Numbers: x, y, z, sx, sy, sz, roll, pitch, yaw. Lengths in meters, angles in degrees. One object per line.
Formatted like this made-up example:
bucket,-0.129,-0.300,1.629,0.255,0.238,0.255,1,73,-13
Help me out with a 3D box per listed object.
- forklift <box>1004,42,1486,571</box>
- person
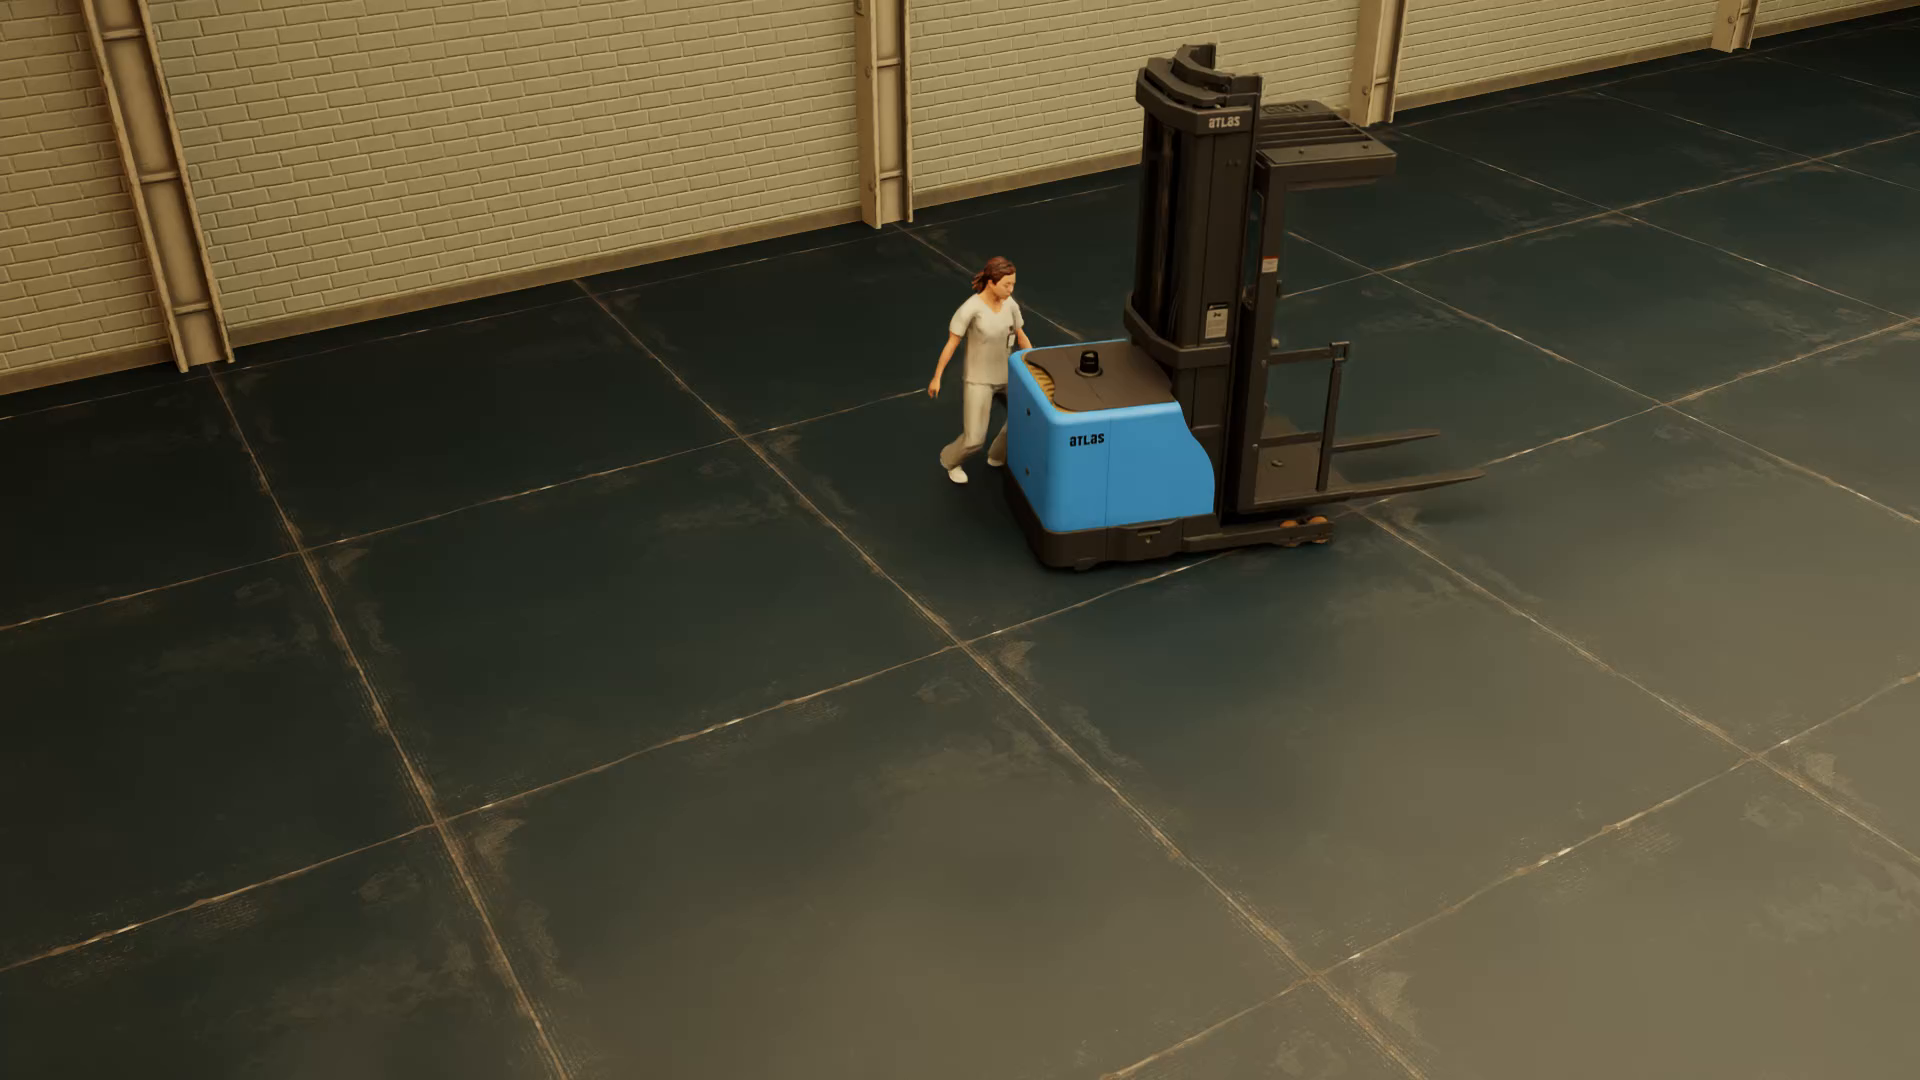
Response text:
forklift,1.862,-1.467,10.097,3.031,2.935,1.130,-7,32,-12
person,0.178,-1.057,10.736,0.797,1.589,0.494,-17,35,-26
